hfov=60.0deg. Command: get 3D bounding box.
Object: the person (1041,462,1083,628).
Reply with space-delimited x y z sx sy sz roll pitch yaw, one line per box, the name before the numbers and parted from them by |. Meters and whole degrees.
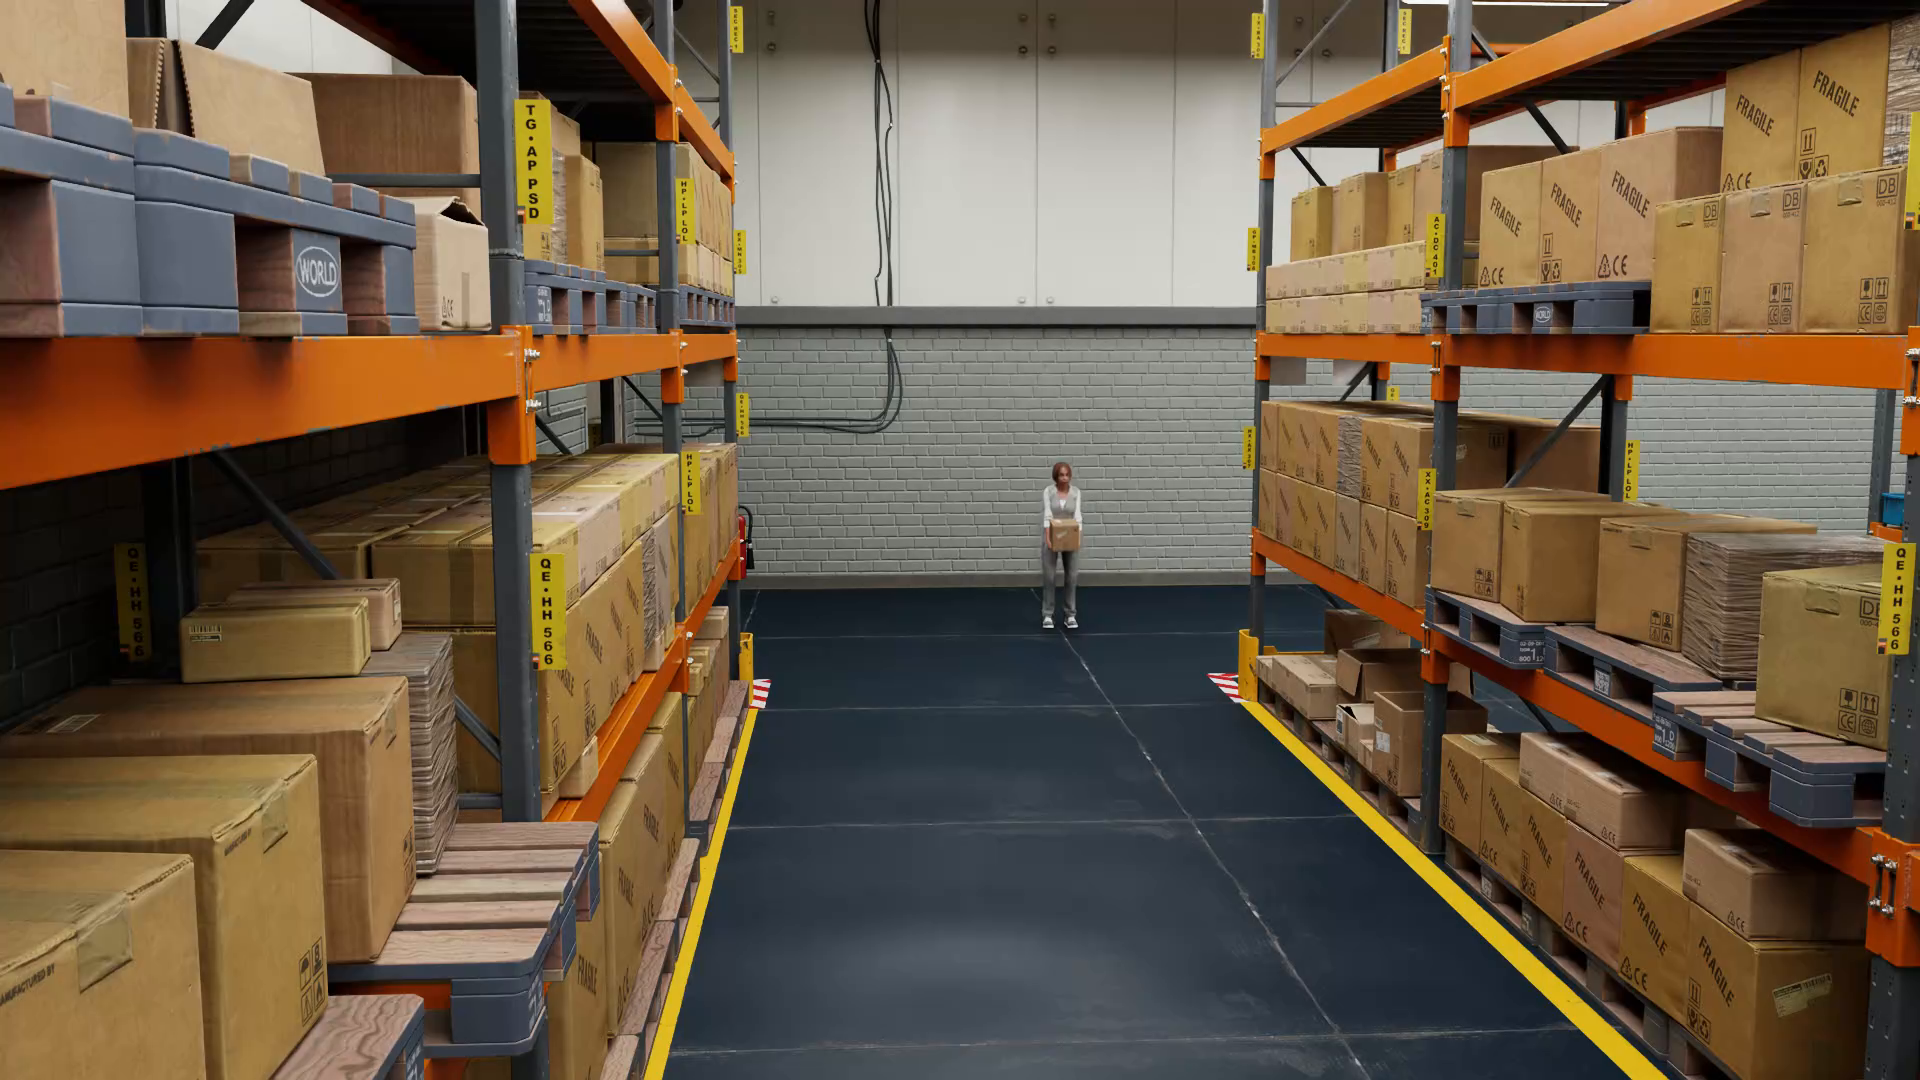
person | 0.972 0.057 15.872 0.375 1.596 0.507 -1 7 -5
